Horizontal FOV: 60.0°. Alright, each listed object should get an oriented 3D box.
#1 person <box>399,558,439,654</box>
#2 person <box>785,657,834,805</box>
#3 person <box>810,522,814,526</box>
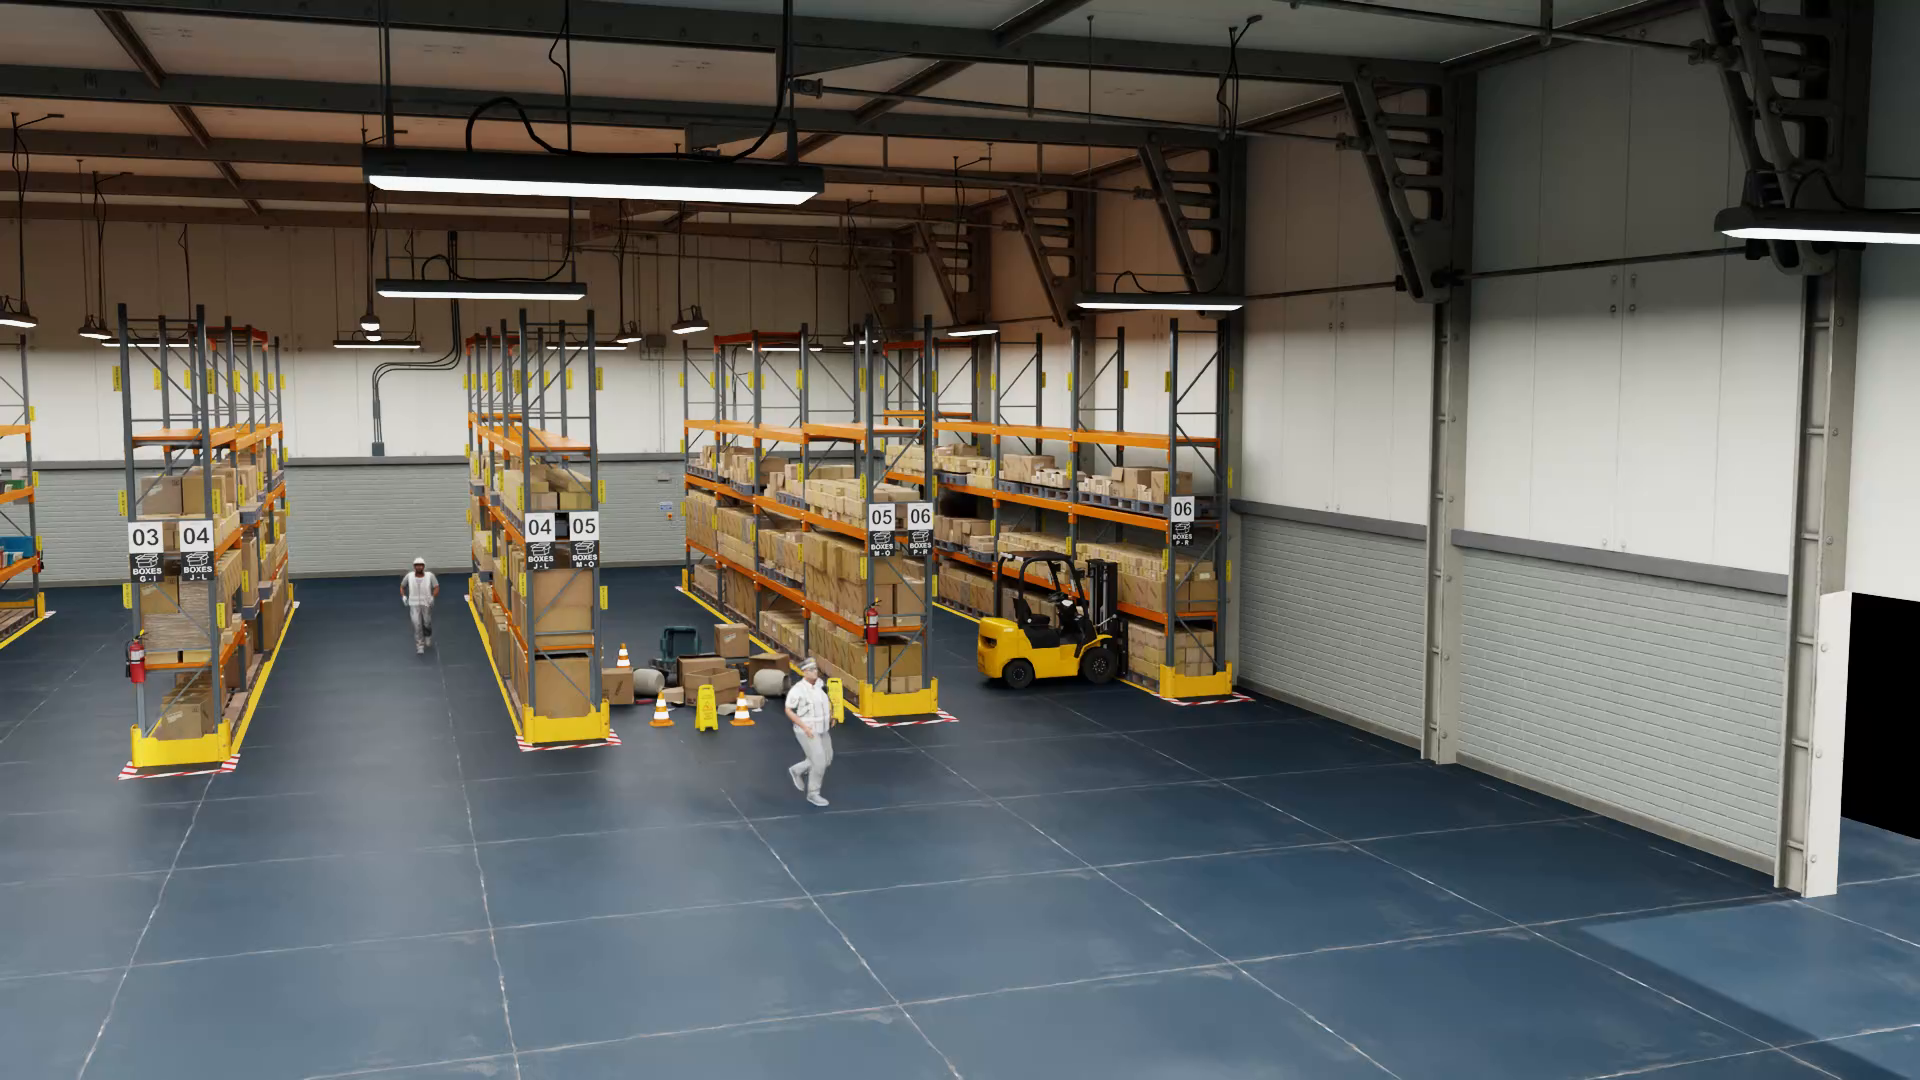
[{"bbox_3d":[-10.016,1.202,30.838,0.708,1.757,0.749,-2,6,-17],"label":"person"},{"bbox_3d":[-1.791,2.261,19.861,0.591,1.766,0.658,4,7,34],"label":"person"},{"bbox_3d":[-3.400,0.341,37.635,0.590,1.603,0.500,-2,6,-21],"label":"person"}]
